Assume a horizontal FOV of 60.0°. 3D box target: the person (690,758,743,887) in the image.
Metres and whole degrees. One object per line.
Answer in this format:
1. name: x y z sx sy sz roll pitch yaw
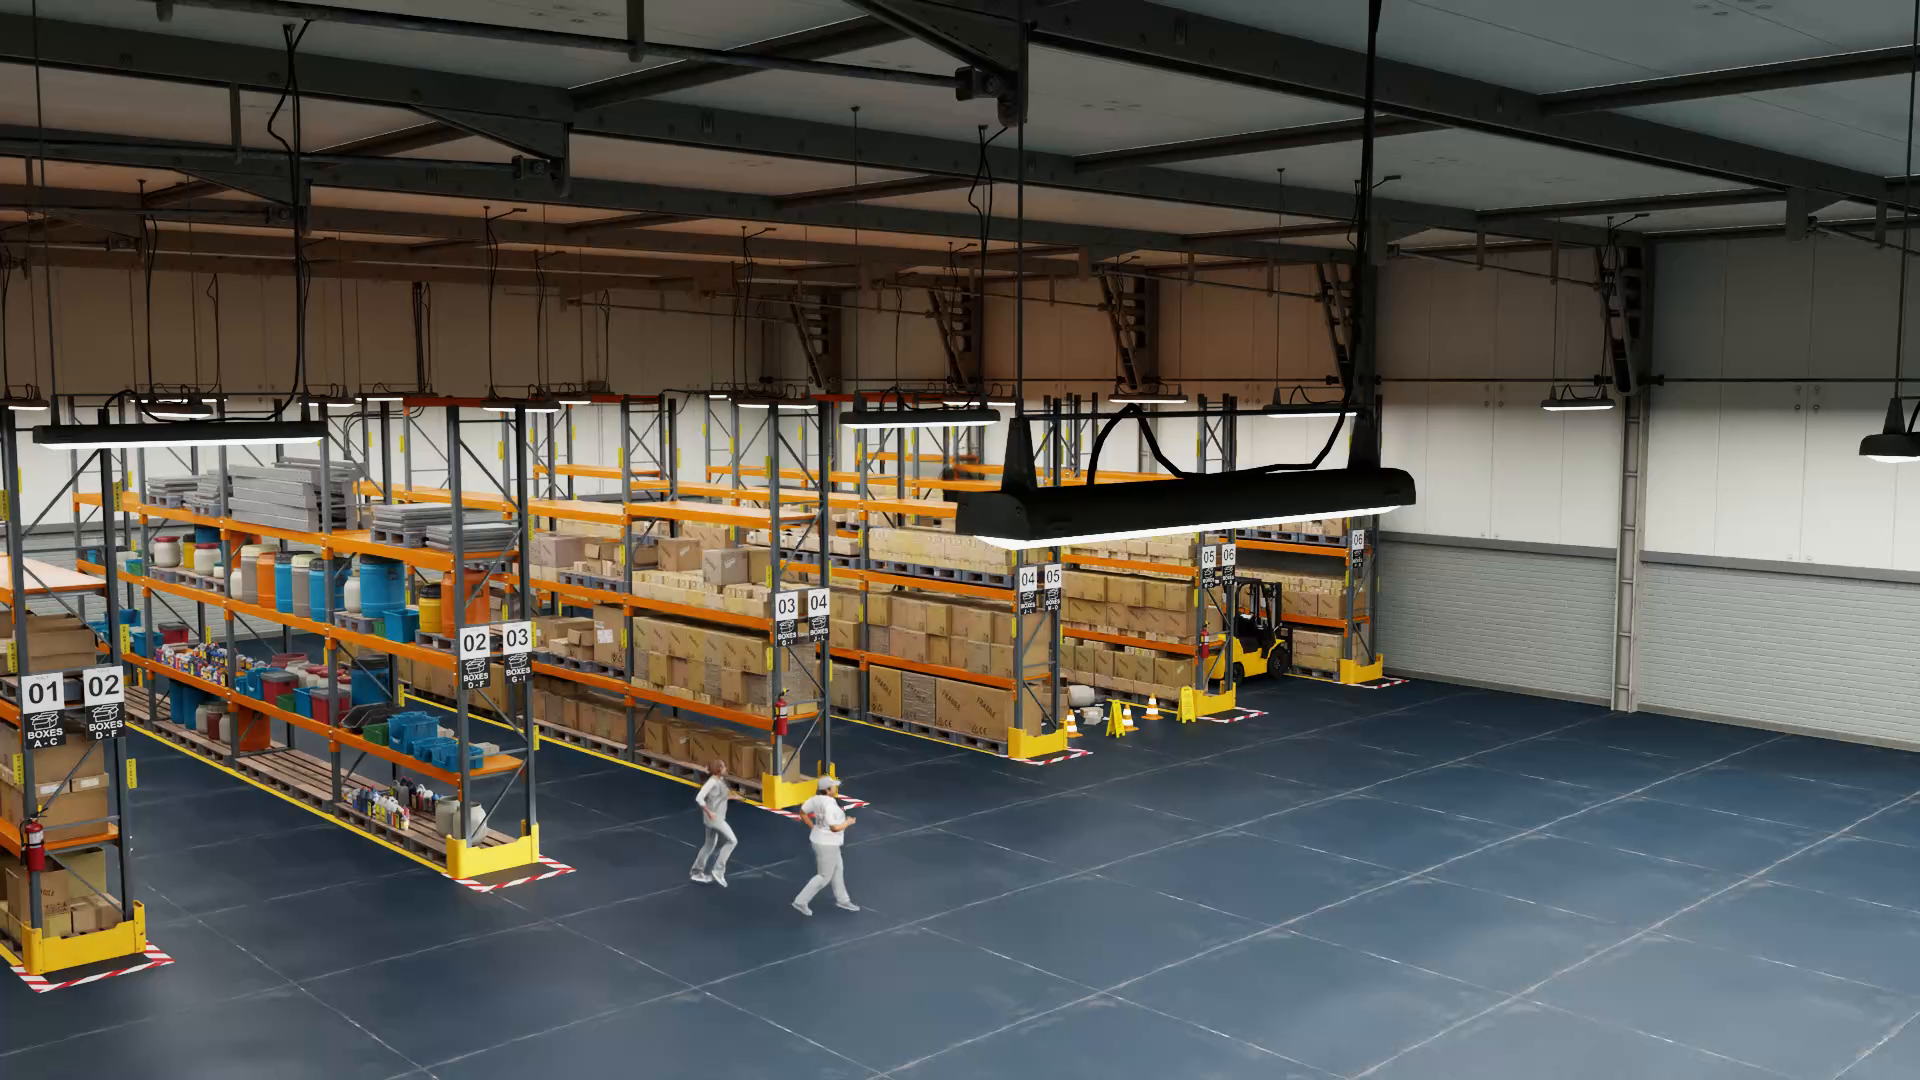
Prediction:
1. person: -3.053 3.533 20.849 0.679 1.620 0.507 -1 6 -10

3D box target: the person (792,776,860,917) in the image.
1. person: -1.572 3.603 19.515 0.886 1.689 0.602 -2 6 -23
